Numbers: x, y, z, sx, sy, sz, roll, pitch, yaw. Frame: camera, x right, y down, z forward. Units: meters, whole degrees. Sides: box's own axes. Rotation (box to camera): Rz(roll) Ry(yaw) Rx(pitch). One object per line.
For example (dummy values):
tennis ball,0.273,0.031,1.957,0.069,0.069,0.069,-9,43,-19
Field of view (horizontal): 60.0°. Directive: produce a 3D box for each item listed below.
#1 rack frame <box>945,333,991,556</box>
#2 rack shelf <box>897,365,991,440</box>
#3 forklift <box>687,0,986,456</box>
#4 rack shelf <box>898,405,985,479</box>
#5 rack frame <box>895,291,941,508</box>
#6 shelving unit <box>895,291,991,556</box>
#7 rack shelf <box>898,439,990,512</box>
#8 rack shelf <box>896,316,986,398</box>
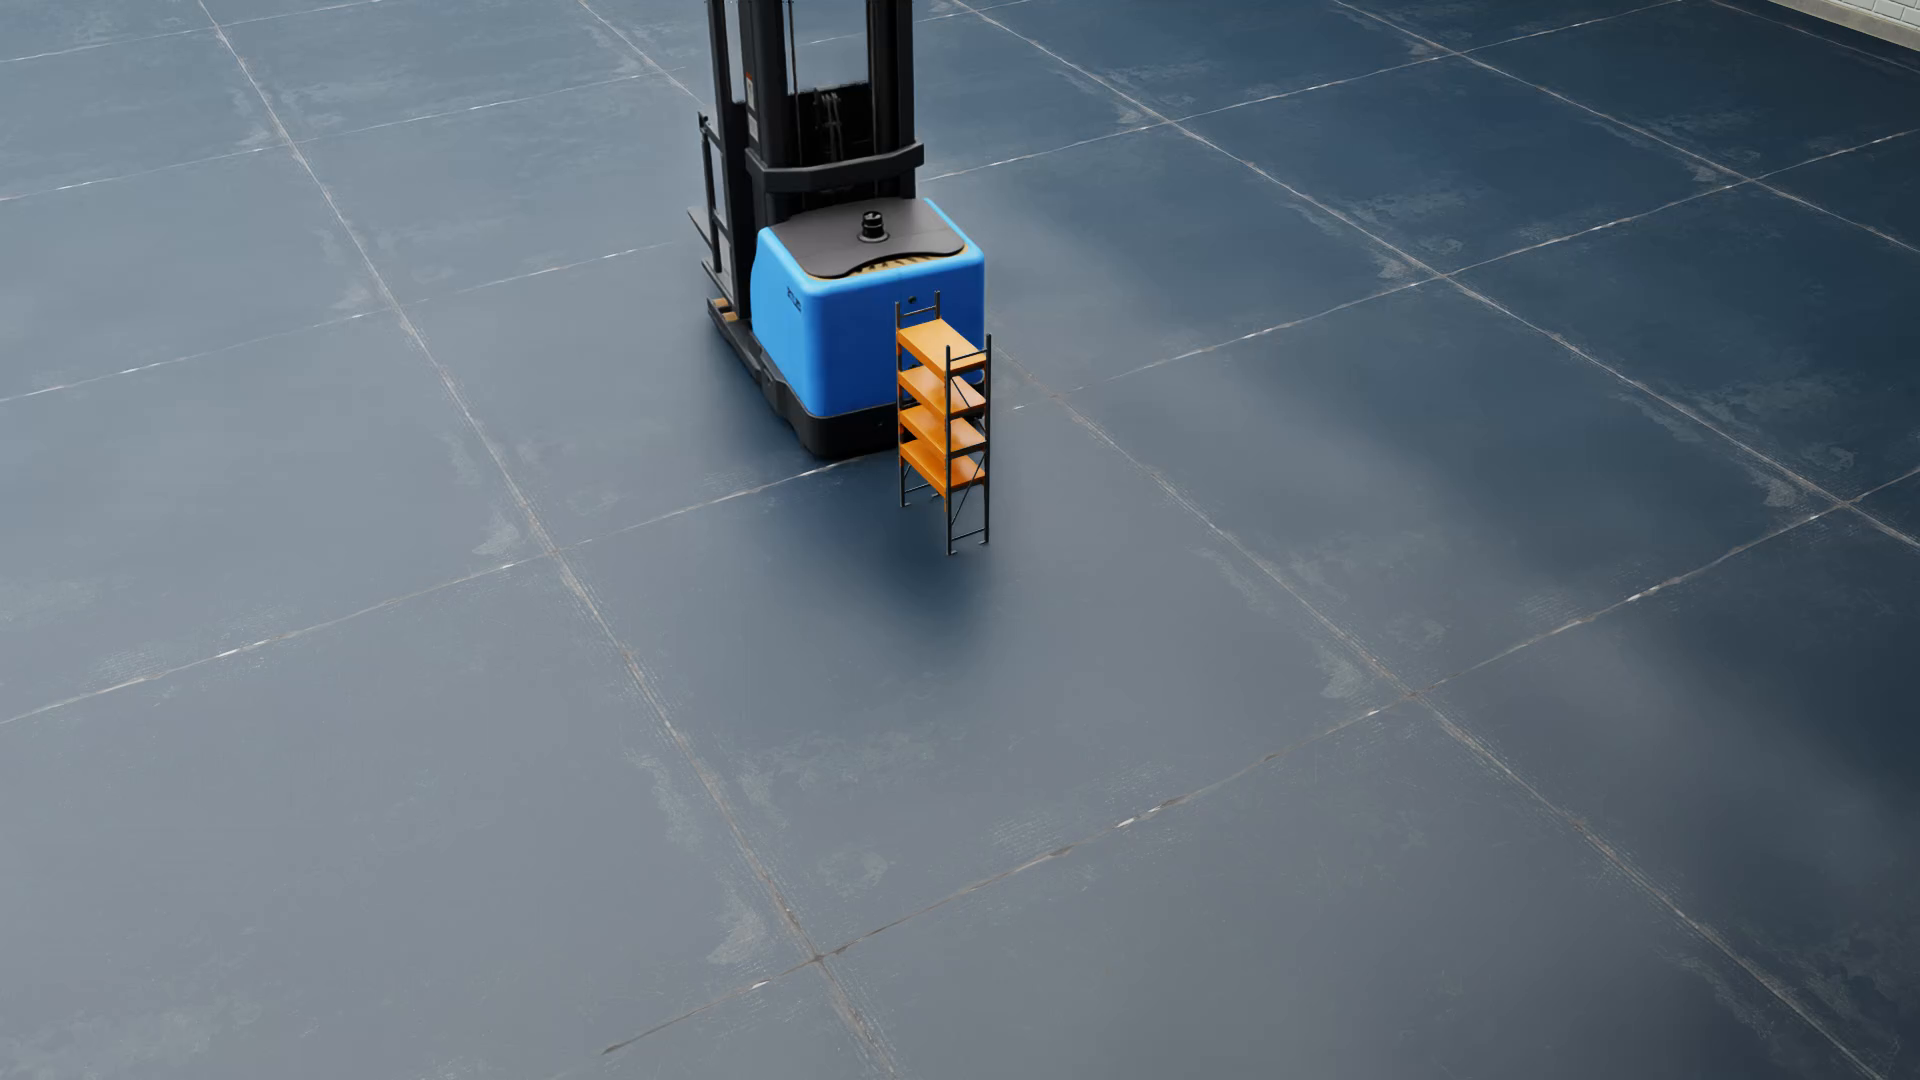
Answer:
rack frame,0.039,-0.445,8.069,0.240,1.200,0.015,-19,40,-24
rack shelf,-0.083,-0.695,8.147,0.258,0.148,0.480,-19,40,-24
forklift,-0.911,-2.502,9.418,1.130,2.935,3.031,-15,39,-19
rack shelf,-0.083,-0.515,8.279,0.258,0.148,0.480,-19,40,-24
rack frame,-0.206,-0.693,8.409,0.240,1.200,0.015,-19,40,-24
shelving unit,-0.083,-0.569,8.239,0.258,1.200,0.503,-19,40,-24
rack shelf,-0.083,-0.354,8.396,0.258,0.148,0.480,-19,40,-24
rack shelf,-0.083,-0.886,8.007,0.258,0.148,0.480,-19,40,-24
